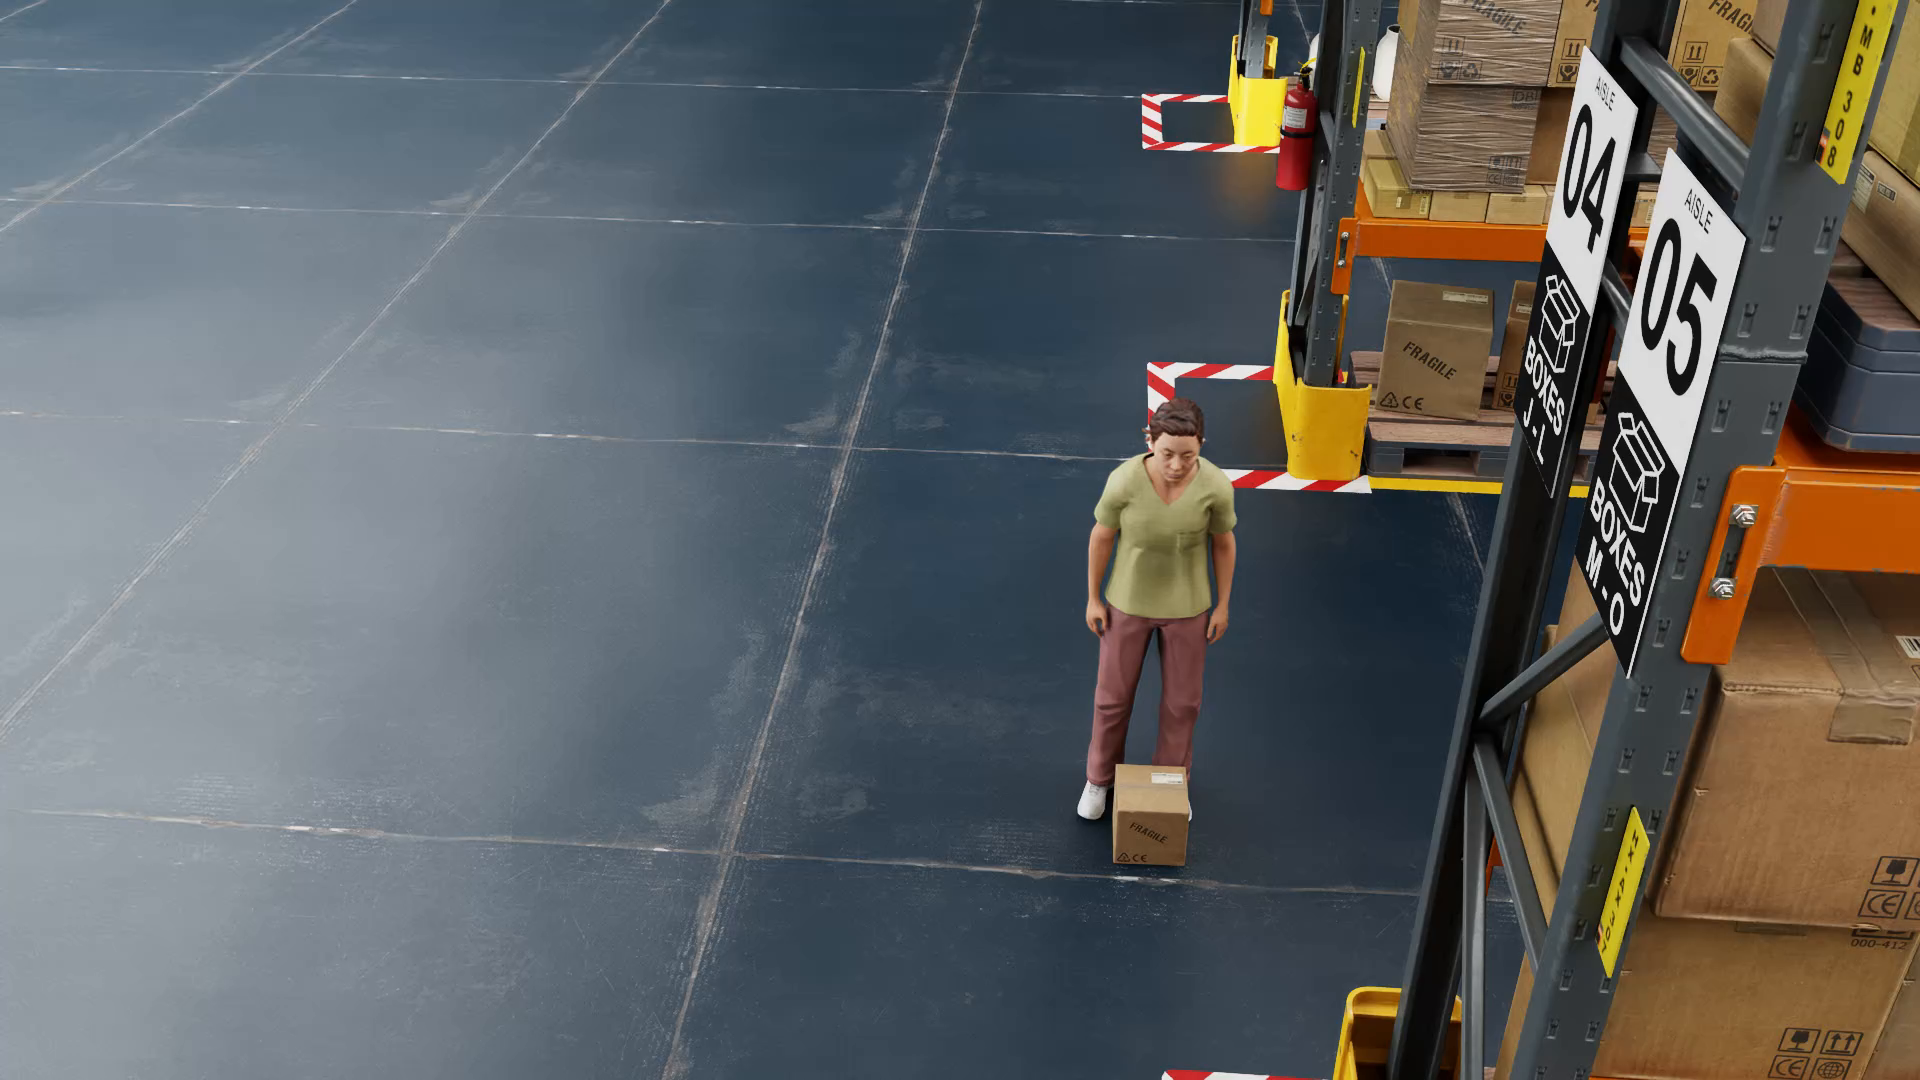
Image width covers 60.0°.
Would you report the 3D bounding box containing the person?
[{"bbox_3d":[0.685,0.244,5.747,0.499,1.673,0.357,3,32,4],"label":"person"}]
